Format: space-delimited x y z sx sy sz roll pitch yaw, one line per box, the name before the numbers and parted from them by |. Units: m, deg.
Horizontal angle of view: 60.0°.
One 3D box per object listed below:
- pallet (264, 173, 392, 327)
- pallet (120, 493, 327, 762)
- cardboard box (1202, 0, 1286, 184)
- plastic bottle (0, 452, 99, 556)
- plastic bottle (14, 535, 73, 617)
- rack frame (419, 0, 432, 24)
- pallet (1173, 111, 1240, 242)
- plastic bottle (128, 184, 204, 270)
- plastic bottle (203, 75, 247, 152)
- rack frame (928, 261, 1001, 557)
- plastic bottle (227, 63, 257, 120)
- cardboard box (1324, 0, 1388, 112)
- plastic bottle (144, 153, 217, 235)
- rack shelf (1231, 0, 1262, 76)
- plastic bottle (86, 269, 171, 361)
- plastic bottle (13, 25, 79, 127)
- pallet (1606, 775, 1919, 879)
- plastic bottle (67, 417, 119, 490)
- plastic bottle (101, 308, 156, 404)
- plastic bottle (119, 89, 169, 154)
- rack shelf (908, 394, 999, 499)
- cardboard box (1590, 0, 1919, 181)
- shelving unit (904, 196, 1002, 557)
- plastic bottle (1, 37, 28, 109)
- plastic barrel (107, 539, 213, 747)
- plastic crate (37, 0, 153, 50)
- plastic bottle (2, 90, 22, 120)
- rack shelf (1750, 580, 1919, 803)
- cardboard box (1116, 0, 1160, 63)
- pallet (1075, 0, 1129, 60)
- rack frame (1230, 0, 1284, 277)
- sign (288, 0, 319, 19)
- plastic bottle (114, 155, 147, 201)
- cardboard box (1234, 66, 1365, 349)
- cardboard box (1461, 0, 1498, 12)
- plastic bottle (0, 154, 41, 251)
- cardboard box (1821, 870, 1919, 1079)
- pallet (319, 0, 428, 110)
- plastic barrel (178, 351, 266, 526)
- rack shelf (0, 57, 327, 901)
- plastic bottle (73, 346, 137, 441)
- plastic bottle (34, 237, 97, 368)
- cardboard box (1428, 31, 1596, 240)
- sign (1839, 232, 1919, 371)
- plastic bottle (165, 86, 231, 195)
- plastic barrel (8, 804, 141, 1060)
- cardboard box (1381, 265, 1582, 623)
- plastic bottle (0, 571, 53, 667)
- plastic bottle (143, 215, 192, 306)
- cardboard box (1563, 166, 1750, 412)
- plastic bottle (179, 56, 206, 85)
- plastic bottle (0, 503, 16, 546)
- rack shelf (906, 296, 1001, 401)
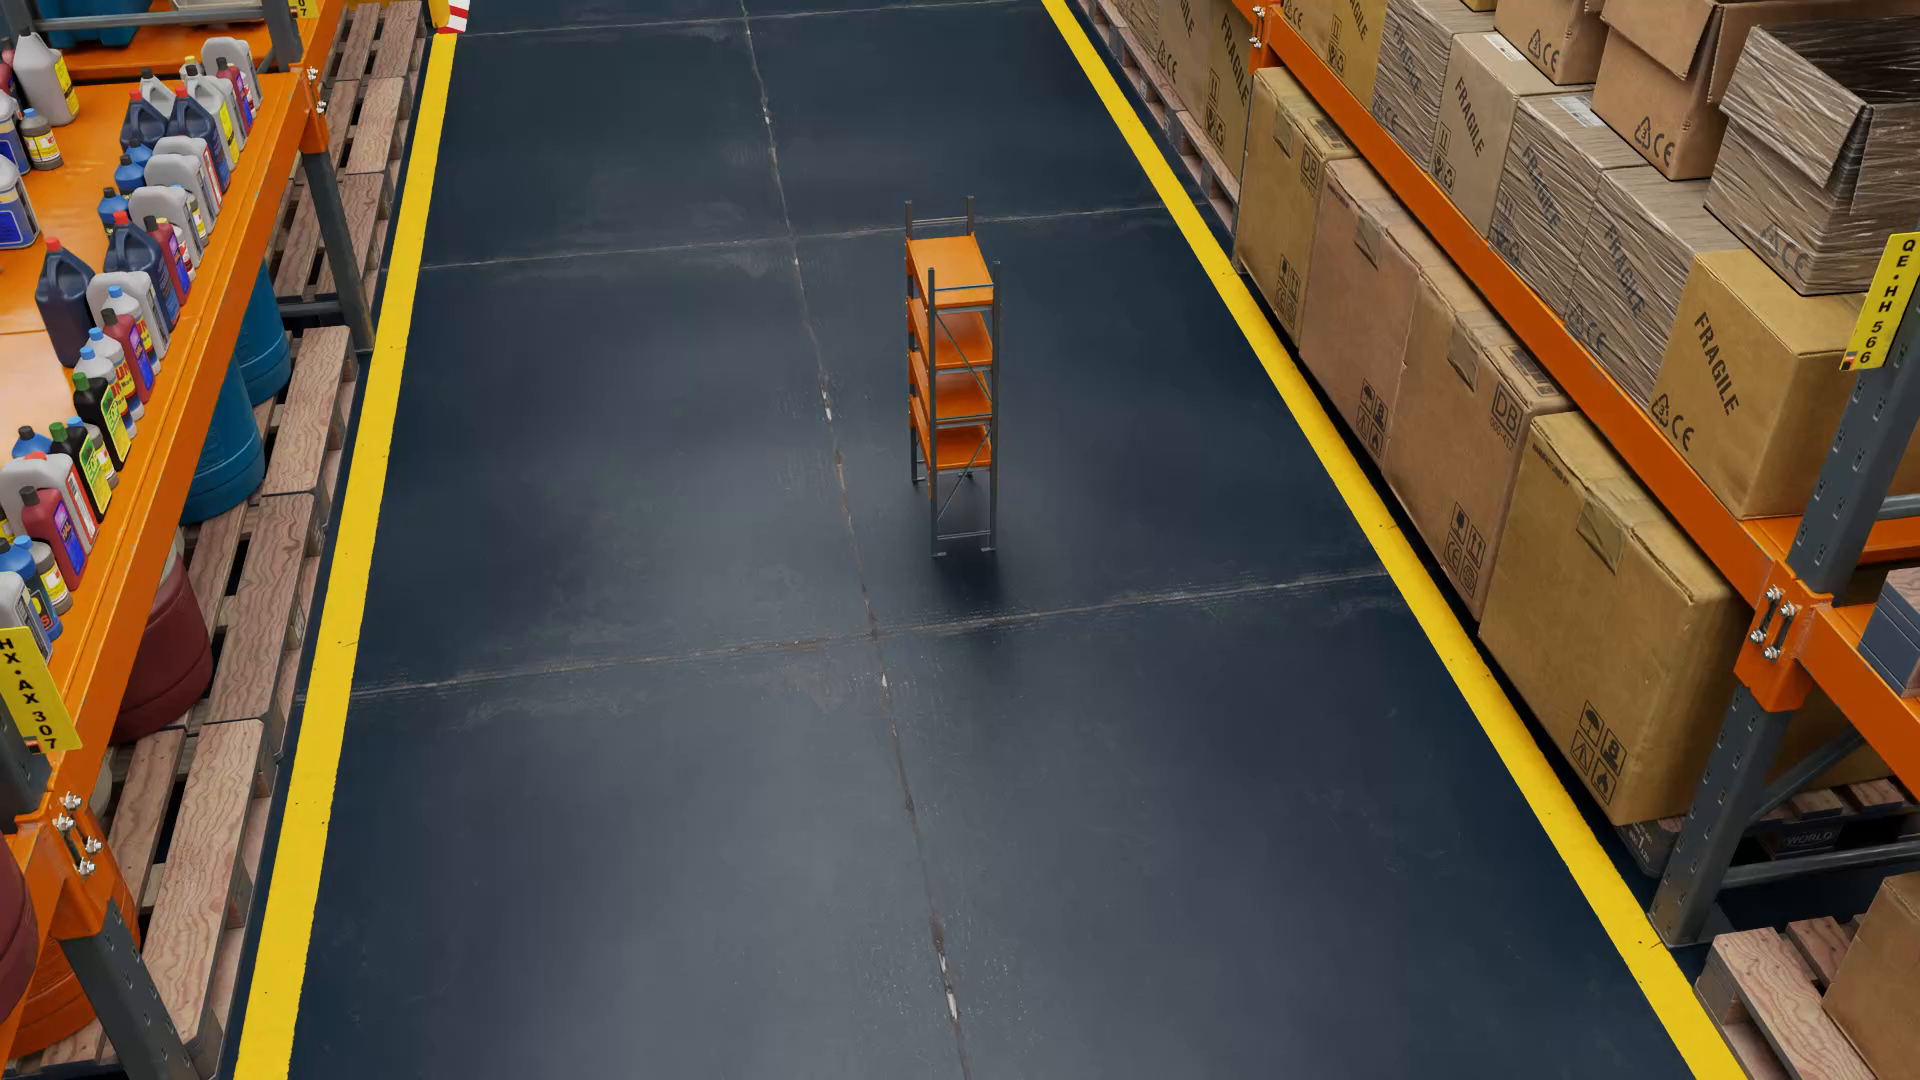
pallet | -3.247 -1.326 7.785 1.003 0.211 1.213 -6 38 -8
pallet | -2.768 0.323 5.663 1.003 0.211 1.213 -6 38 -8
cardboard box | 1.759 -2.254 8.096 0.875 0.875 0.875 -6 38 -8
plastic bottle | -2.217 -0.098 4.033 0.152 0.276 0.135 -6 38 -8
plastic bottle | -2.147 0.079 3.865 0.097 0.201 0.097 0 38 0
rack frame | -3.781 -4.404 9.473 1.000 3.000 0.127 -6 38 -8
pallet | 1.740 -1.887 8.507 1.003 0.211 1.213 -6 38 -8
plastic bottle | -2.476 -0.989 5.179 0.152 0.276 0.135 -6 38 -8
plastic bottle | -2.628 -1.515 5.856 0.152 0.276 0.135 -6 38 -8
rack frame | 0.014 -0.426 5.821 0.240 1.200 0.015 -6 38 -8
plastic bottle | -2.645 -1.639 6.076 0.097 0.201 0.097 0 38 0
cardboard box | 1.720 -1.952 6.236 0.500 0.500 0.500 -6 38 -8
plastic bottle | -2.516 -1.129 5.359 0.152 0.276 0.135 -6 38 -8
rack shelf | 1.446 -3.444 8.825 1.077 0.370 4.000 -6 38 -8
plastic bottle | -2.379 -0.656 4.751 0.152 0.276 0.135 -6 38 -8
plastic bottle | -3.330 -1.696 6.029 0.144 0.351 0.185 -6 38 -8
pallet | 2.434 0.513 5.418 1.003 0.211 1.213 -6 38 -8
plastic bottle | -2.234 -0.222 4.253 0.097 0.201 0.097 0 38 0
plastic bottle | -2.294 -0.525 4.575 0.061 0.283 0.133 -6 38 -8
plastic bottle | -2.706 -1.321 5.546 0.144 0.351 0.185 -6 38 -8
rack shelf | -0.029 -0.364 6.174 0.258 0.148 0.480 -6 38 -8
cardboard box | 2.274 -1.377 4.679 0.797 0.503 0.637 -5 38 -7
shelving unit | -0.029 -0.574 6.011 0.258 1.200 0.503 -6 38 -8
plastic bottle | -3.436 -1.674 6.055 0.061 0.283 0.133 -6 38 -8
plastic barrel | -2.679 0.239 5.121 0.600 0.588 0.708 -6 38 -8
plastic crate | -3.498 -2.250 6.666 0.392 0.384 0.575 -6 38 -8
plastic bottle | -3.374 -1.494 5.889 0.097 0.201 0.097 0 38 0
rack shelf | 2.848 1.388 2.605 1.077 0.370 4.000 -6 38 -8
cardboard box | 1.446 -3.336 9.488 0.875 0.875 0.875 -6 38 -8
pallet | 1.312 -3.361 10.404 1.003 0.211 1.213 -6 38 -8
rack frame | 1.796 -2.520 7.049 1.000 3.000 0.127 -6 38 -8
sign | -2.538 -2.155 6.353 0.100 0.325 0.005 -6 38 -8
plastic bottle | -2.636 -1.102 5.329 0.097 0.271 0.097 0 38 0
cardboard box | 1.928 -1.463 7.077 1.225 0.875 0.875 -6 38 -8
cardboard box | 2.025 -2.155 5.680 0.797 0.503 0.637 -6 38 -7
plastic bottle | -3.062 -1.075 5.290 0.152 0.276 0.135 -6 38 -8
cardboard box | 2.635 1.112 4.053 0.700 0.500 0.500 -8 39 -10
pallet | -3.675 -2.800 9.682 1.003 0.211 1.213 -6 38 -8
plastic barrel | -2.877 -0.567 5.903 0.600 0.901 0.708 -6 38 -8
rack shelf | -2.729 -0.496 5.029 1.077 0.370 4.000 -6 38 -8
plastic bottle | -2.275 -0.389 4.411 0.097 0.271 0.097 0 38 0
plastic bottle | -2.530 -0.685 4.727 0.144 0.351 0.185 -6 38 -8
cardboard box | 1.903 -1.338 5.445 0.500 0.500 0.500 -6 38 -7
sign | 1.952 -0.500 3.505 0.100 0.325 0.005 -6 38 -8
plastic bottle | -2.564 -1.337 5.566 0.144 0.351 0.185 -6 38 -8
plastic barrel | -2.481 0.826 4.169 0.600 0.830 0.708 -6 38 -8
cardboard box | 2.248 -0.389 5.696 1.225 0.875 0.875 -6 38 -8
plastic bottle | -2.136 0.181 3.673 0.152 0.276 0.135 -6 38 -8
plastic bottle | -2.390 -0.857 5.003 0.061 0.283 0.133 -6 38 -8
cardboard box | 2.086 -0.717 4.646 0.500 0.500 0.500 -7 38 -8
plastic bottle | -2.812 -1.681 6.131 0.097 0.201 0.097 0 38 0
plastic bottle | -2.337 -0.044 4.024 0.097 0.201 0.097 0 38 0
rack shelf | -0.029 -0.697 5.915 0.258 0.148 0.480 -6 38 -8
